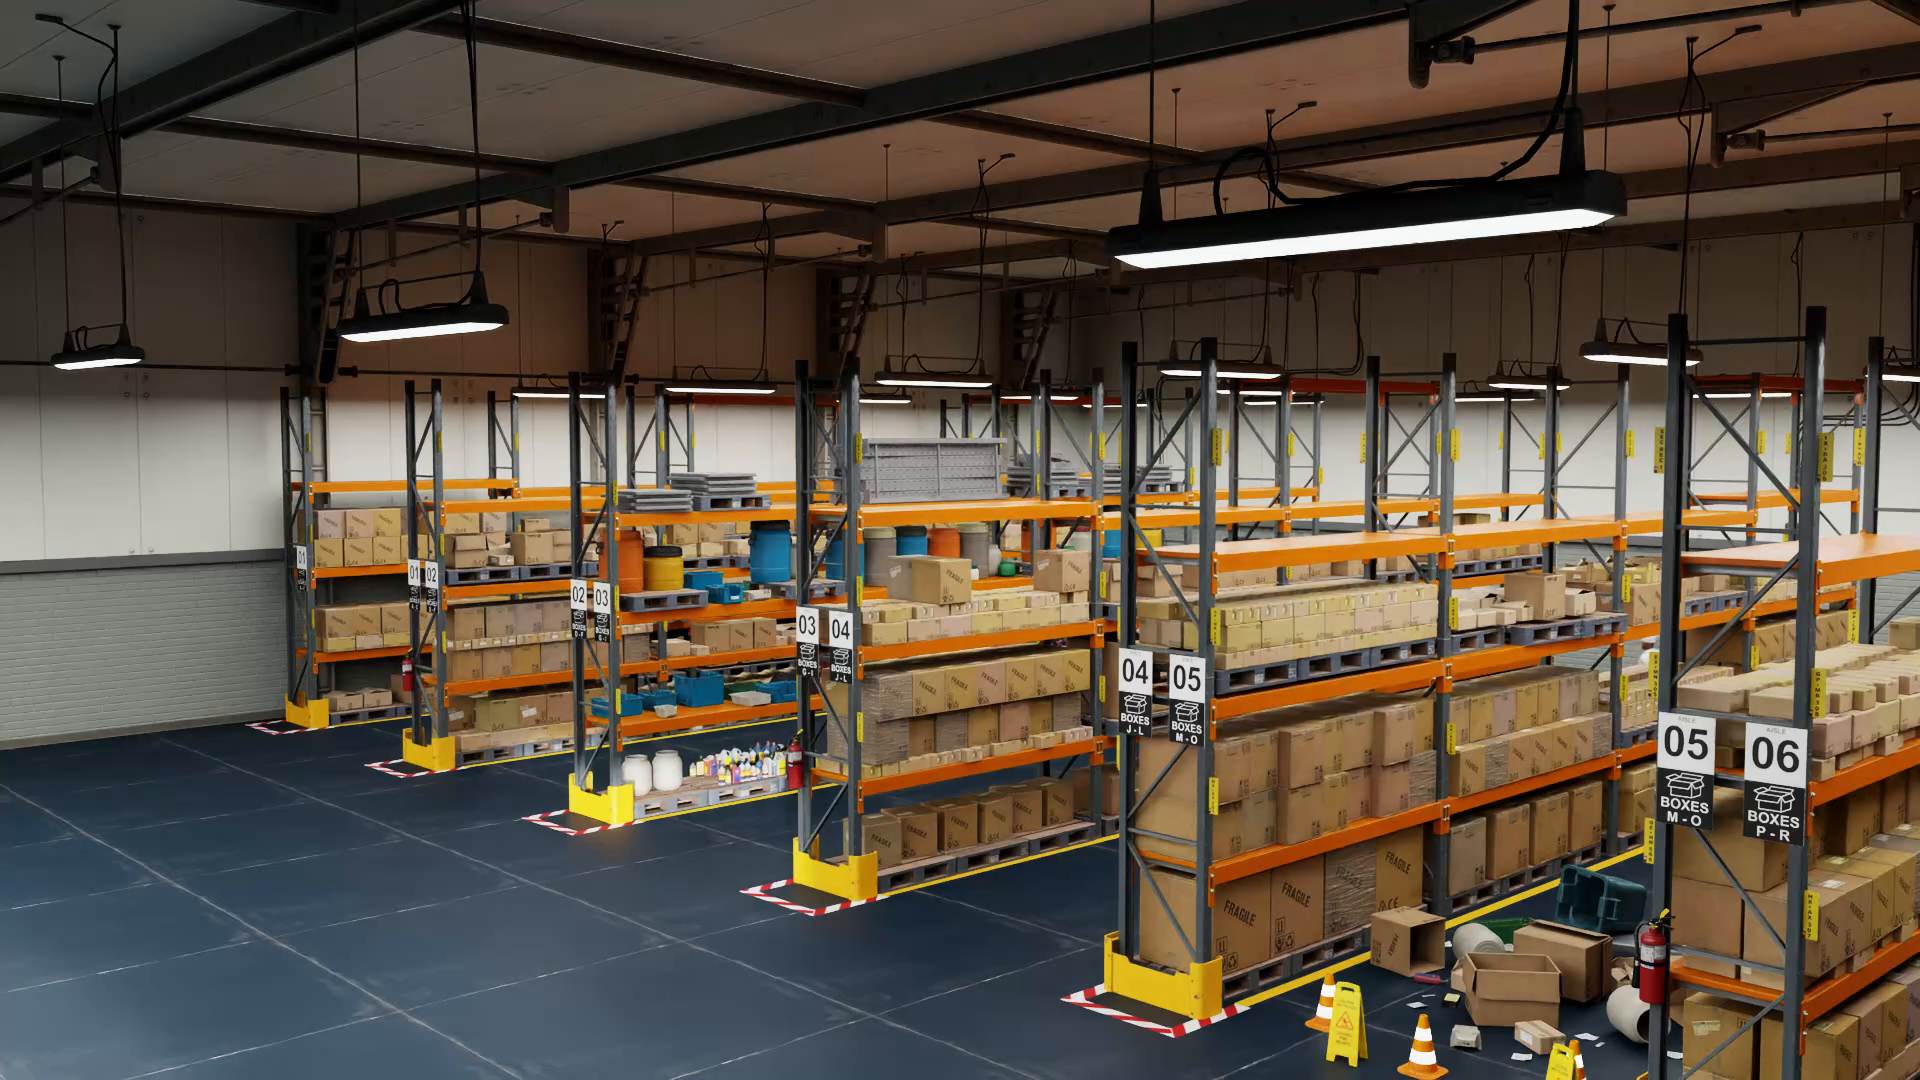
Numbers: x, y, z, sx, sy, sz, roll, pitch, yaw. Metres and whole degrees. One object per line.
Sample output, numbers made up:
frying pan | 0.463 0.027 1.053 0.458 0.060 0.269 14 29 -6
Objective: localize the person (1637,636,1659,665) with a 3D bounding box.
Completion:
person | 11.841 2.459 28.595 0.556 1.699 1.019 -1 4 -20
